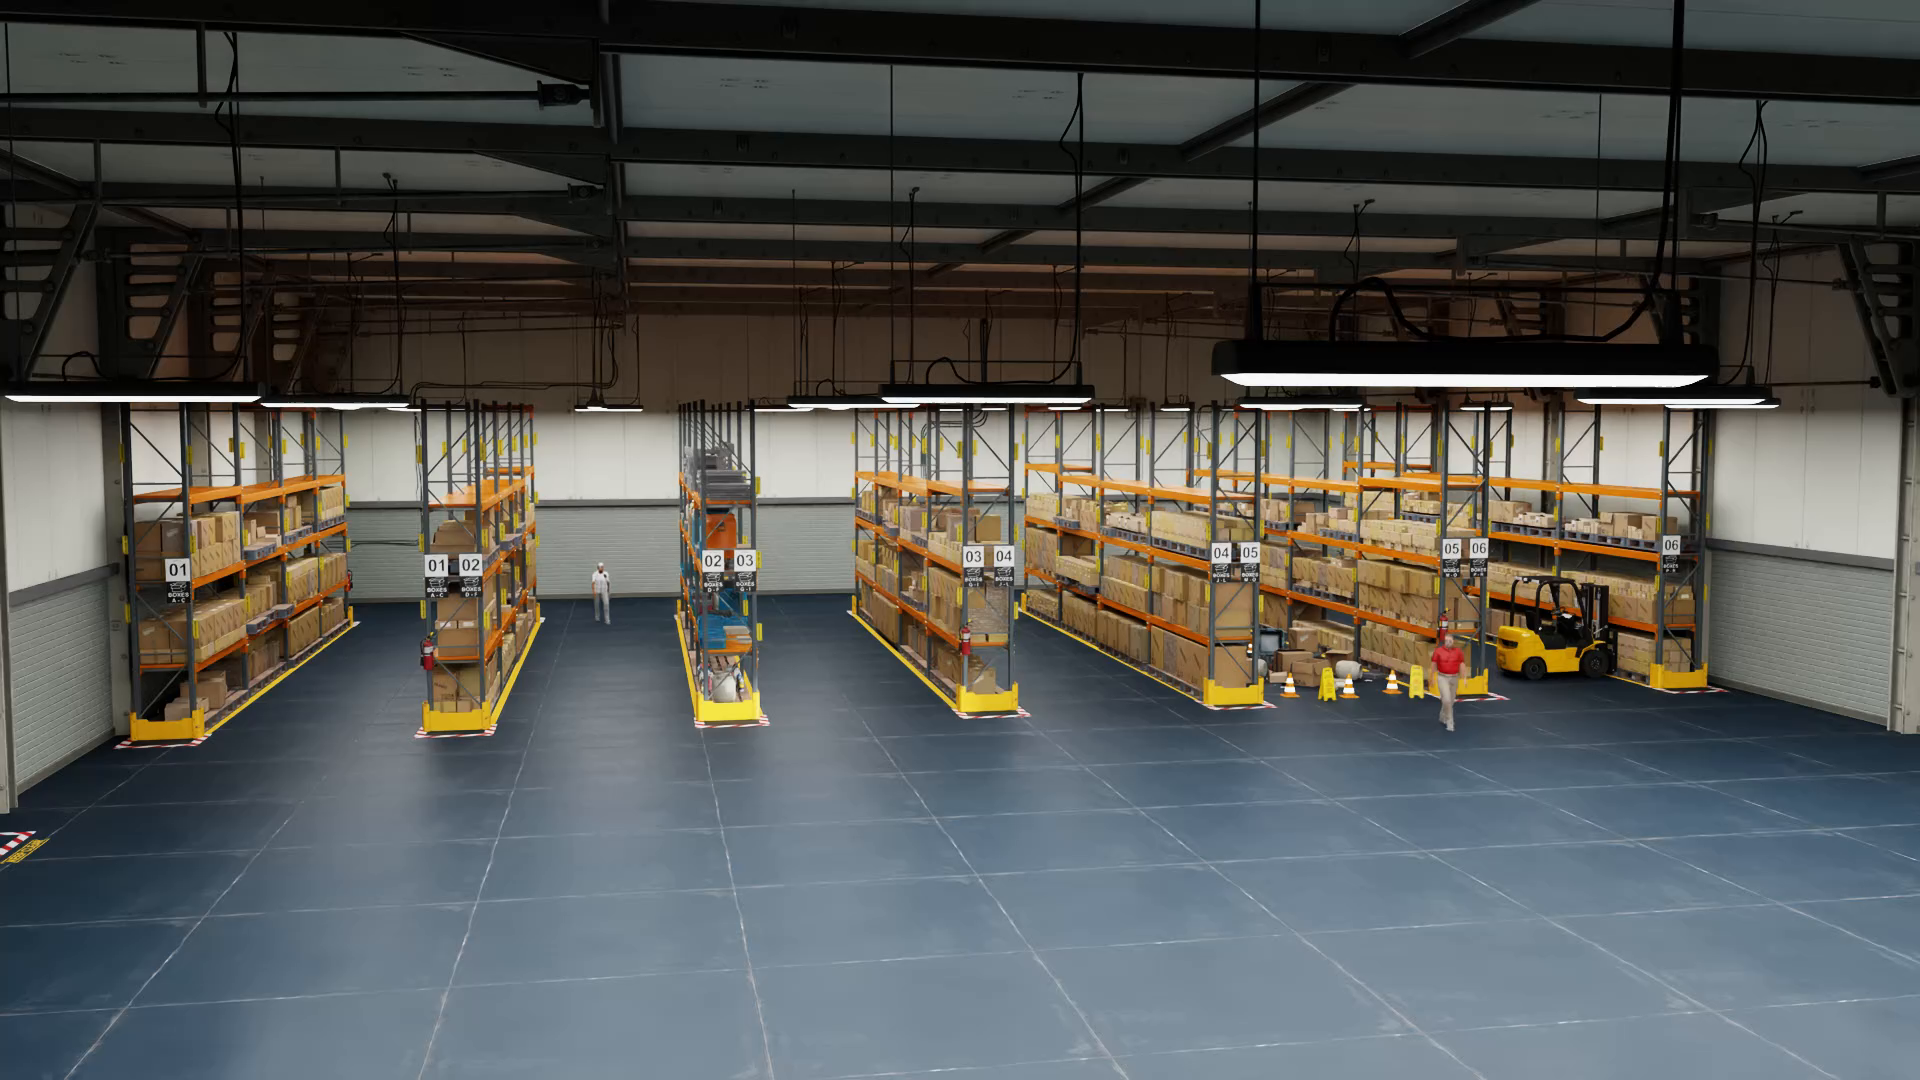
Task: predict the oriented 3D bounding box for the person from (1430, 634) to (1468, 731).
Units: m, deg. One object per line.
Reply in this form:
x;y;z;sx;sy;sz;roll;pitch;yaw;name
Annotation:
8.938;2.599;30.424;0.563;1.777;0.691;-1;4;-8;person

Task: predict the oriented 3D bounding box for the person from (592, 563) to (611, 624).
-9.880;1.449;45.742;0.496;1.640;0.927;-1;5;-17;person
